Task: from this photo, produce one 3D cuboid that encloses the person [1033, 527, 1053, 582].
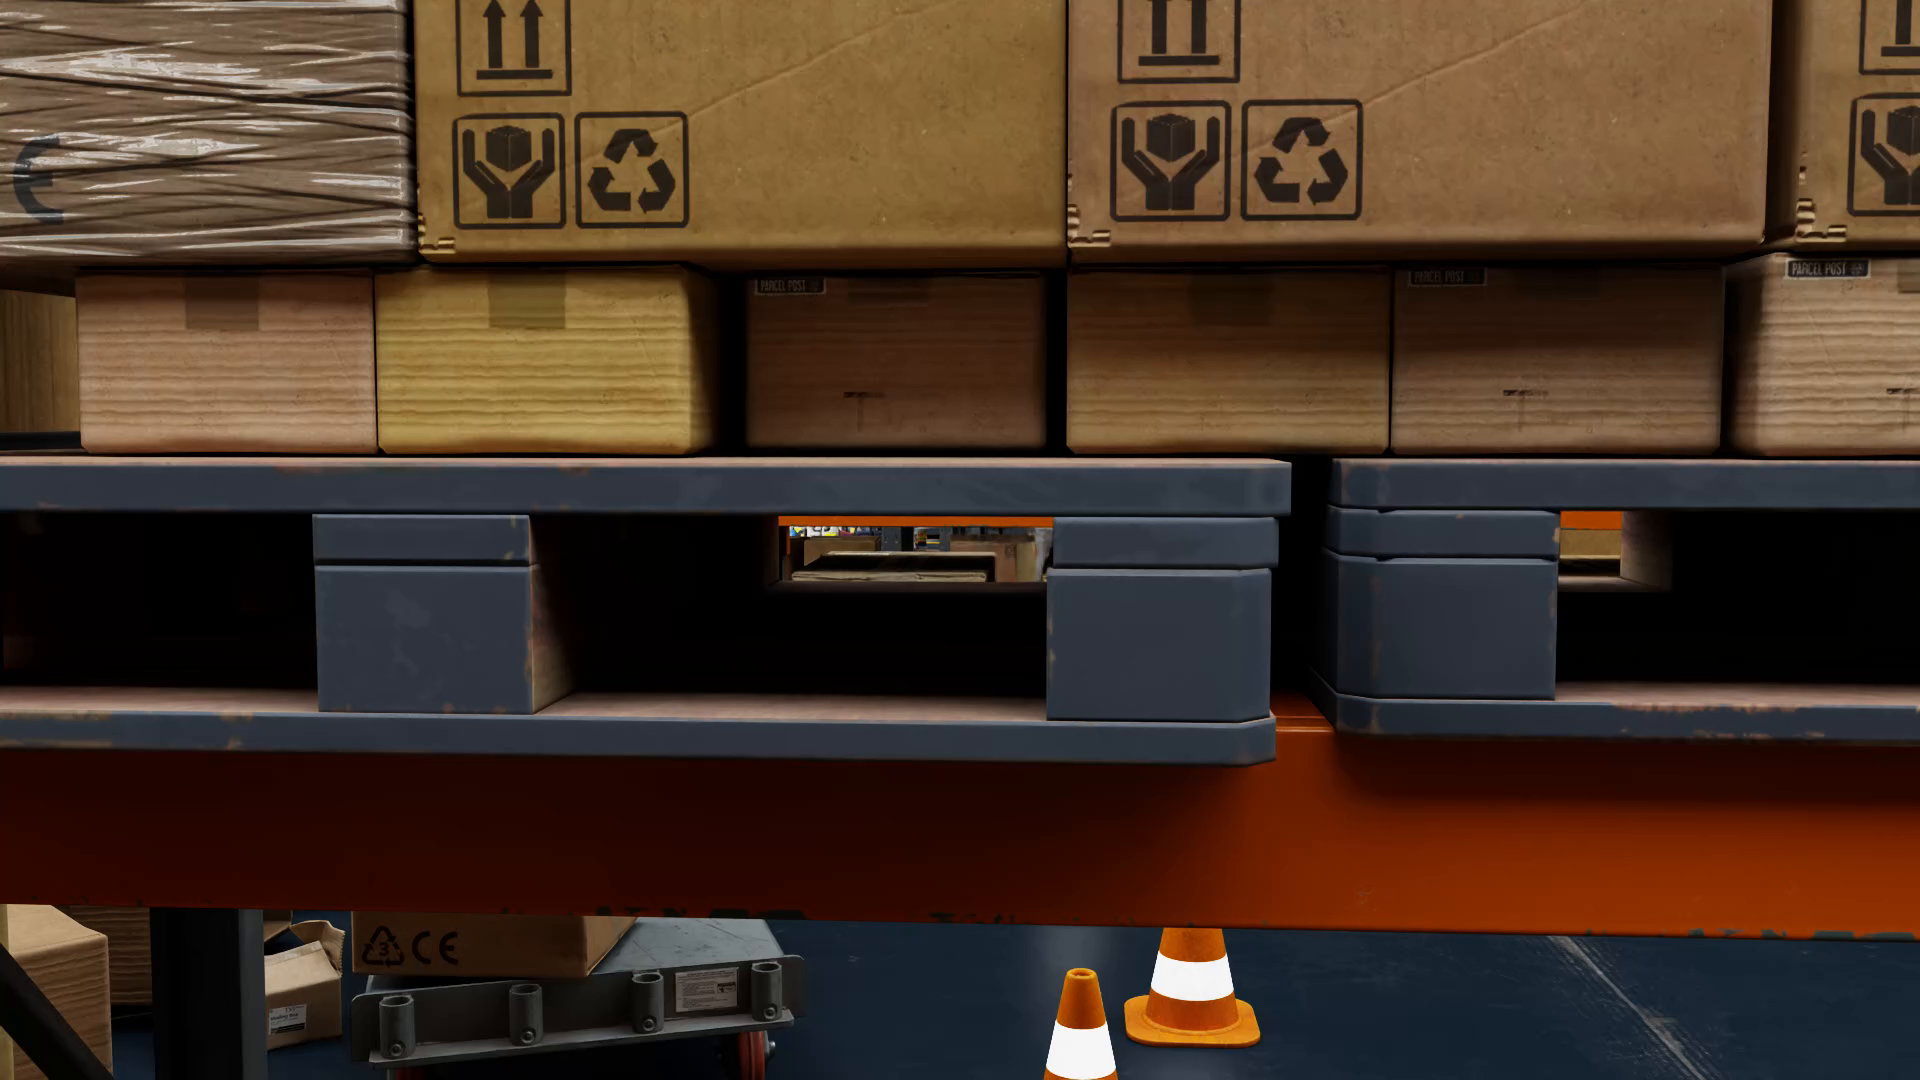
[{"bbox_3d":[0.580,-0.080,10.294,0.961,1.743,0.548,0,4,5],"label":"person"}]
